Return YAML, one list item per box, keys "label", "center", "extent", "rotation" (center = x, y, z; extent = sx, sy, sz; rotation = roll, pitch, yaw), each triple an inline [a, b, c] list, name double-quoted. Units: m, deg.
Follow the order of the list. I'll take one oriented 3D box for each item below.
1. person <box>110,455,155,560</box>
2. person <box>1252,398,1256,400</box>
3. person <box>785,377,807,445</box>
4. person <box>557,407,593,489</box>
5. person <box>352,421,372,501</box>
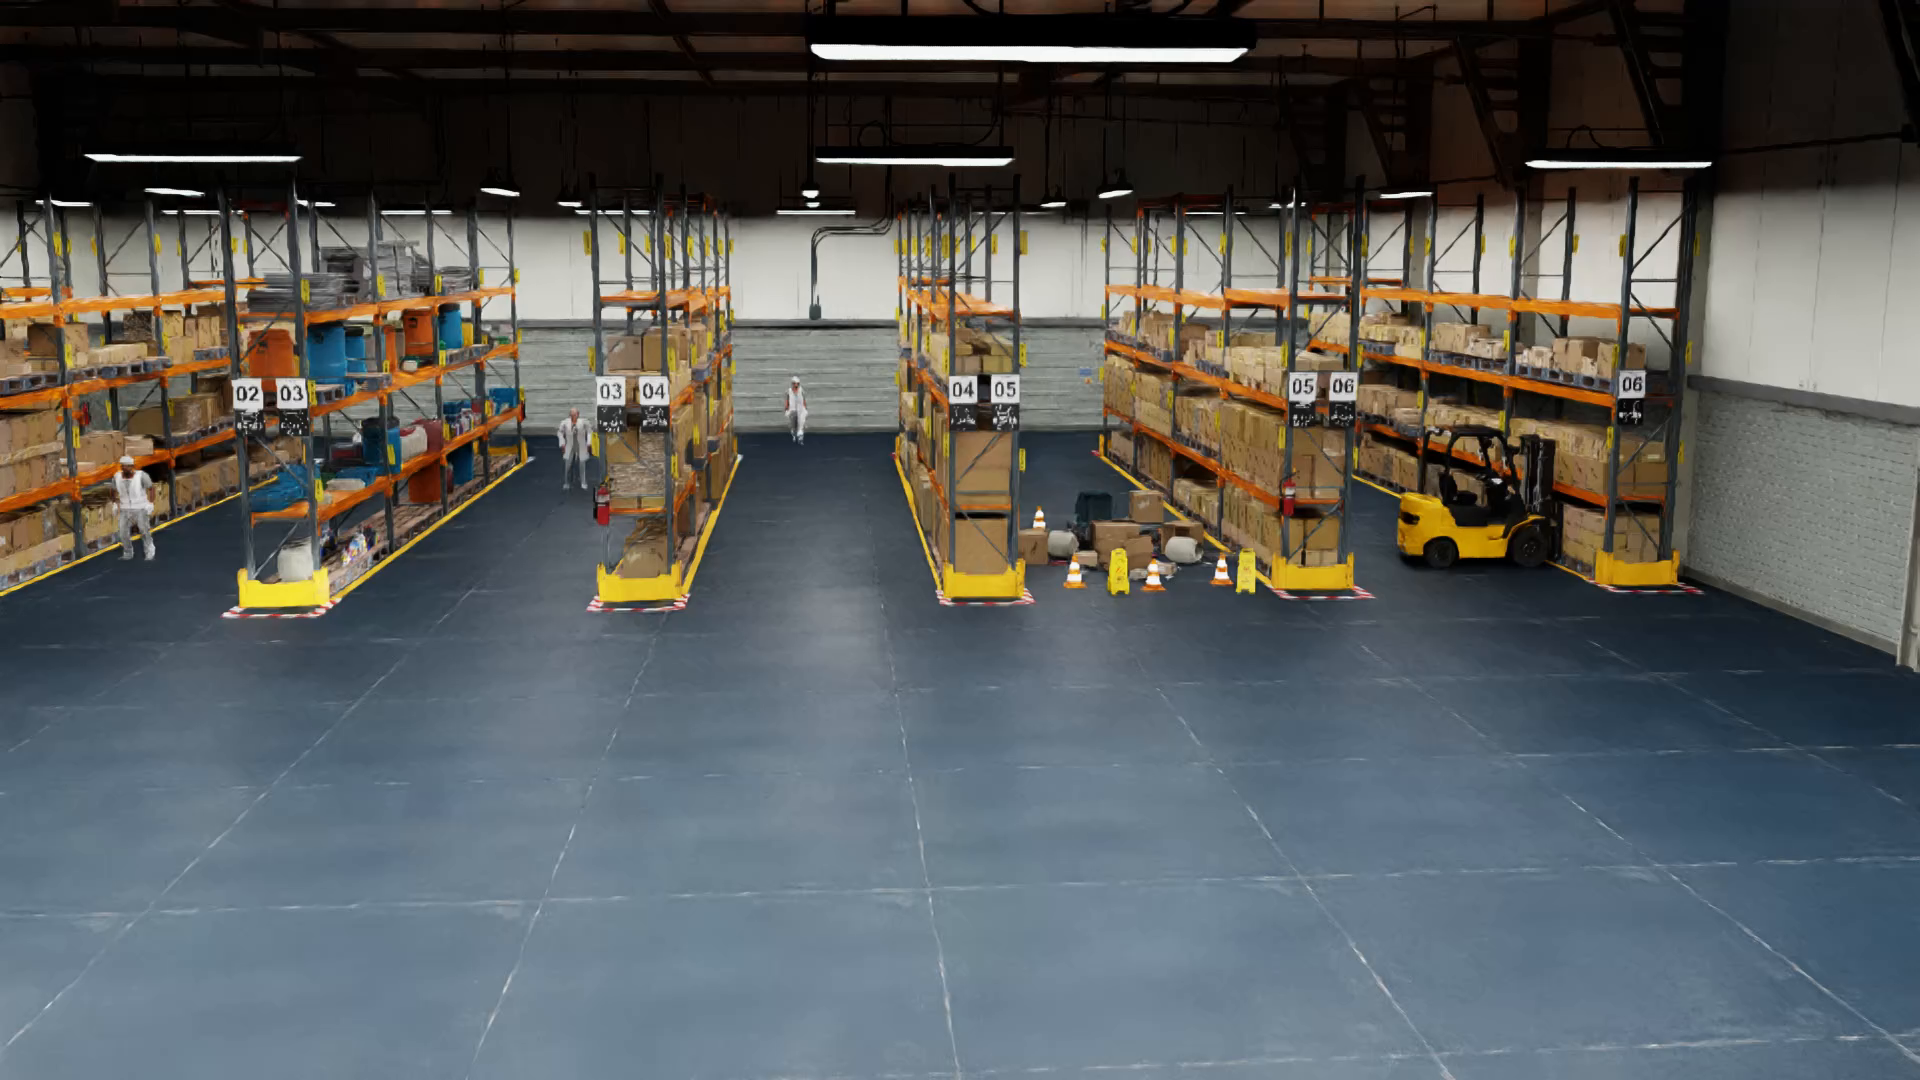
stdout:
- label: "person"
  center: [-13.259, -0.513, 26.664]
  extent: [0.702, 1.735, 0.549]
  rotation: [-1, 10, -6]
- label: "person"
  center: [6.363, -2.232, 36.151]
  extent: [0.614, 1.779, 0.656]
  rotation: [4, 11, 23]
- label: "person"
  center: [-4.195, -3.322, 42.506]
  extent: [0.553, 1.709, 1.123]
  rotation: [0, 10, -3]
- label: "person"
  center: [-7.987, -1.913, 34.579]
  extent: [0.729, 1.733, 0.546]
  rotation: [-1, 10, -6]
- label: "person"
  center: [-11.854, -1.602, 33.101]
  extent: [0.456, 1.589, 1.088]
  rotation: [0, 10, -2]
